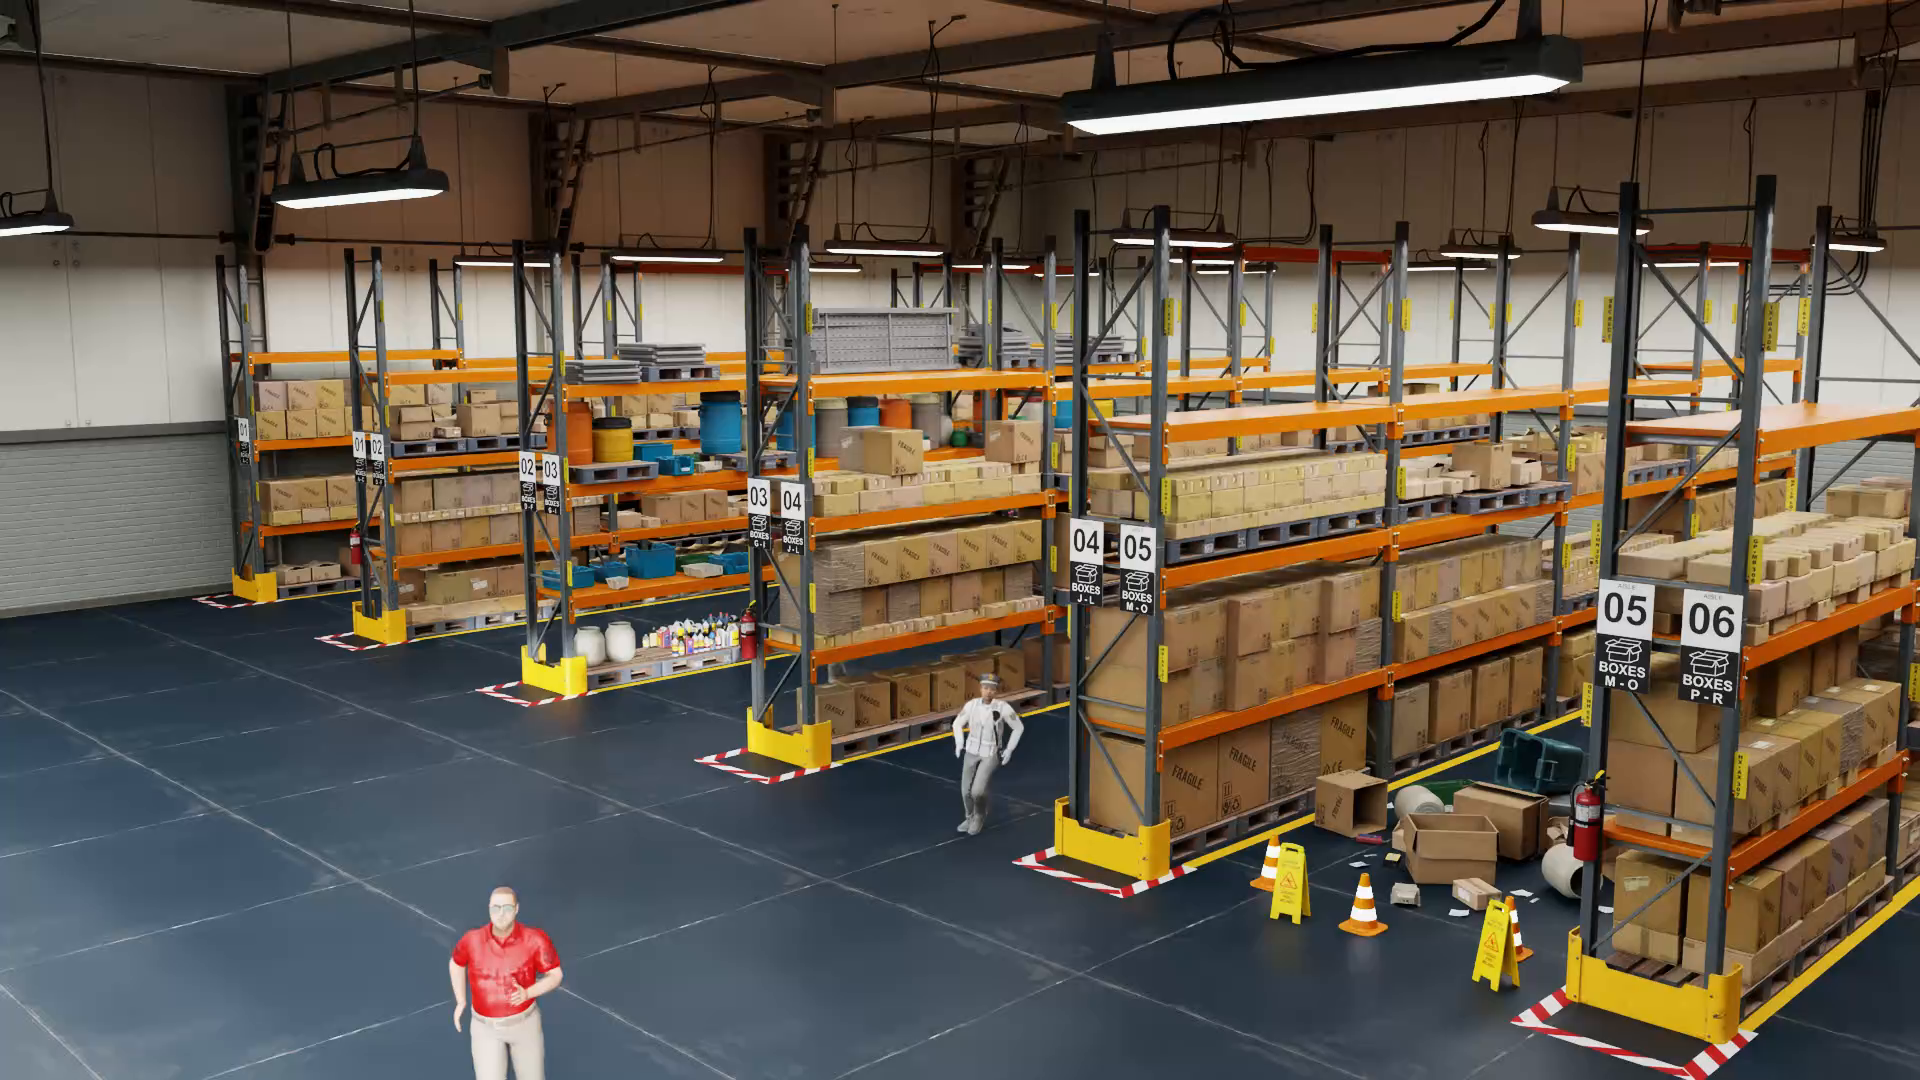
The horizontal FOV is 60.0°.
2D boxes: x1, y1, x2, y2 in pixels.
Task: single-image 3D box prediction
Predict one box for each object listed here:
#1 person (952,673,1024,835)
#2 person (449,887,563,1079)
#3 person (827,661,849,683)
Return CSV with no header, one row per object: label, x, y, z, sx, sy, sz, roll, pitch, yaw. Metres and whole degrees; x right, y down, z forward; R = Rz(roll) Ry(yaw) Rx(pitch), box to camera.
person,0.232,2.082,16.101,0.674,1.637,0.573,3,9,22
person,-2.717,2.915,9.967,0.672,1.694,0.936,-2,8,-11
person,-1.653,1.270,21.782,0.550,1.715,0.821,5,10,33
